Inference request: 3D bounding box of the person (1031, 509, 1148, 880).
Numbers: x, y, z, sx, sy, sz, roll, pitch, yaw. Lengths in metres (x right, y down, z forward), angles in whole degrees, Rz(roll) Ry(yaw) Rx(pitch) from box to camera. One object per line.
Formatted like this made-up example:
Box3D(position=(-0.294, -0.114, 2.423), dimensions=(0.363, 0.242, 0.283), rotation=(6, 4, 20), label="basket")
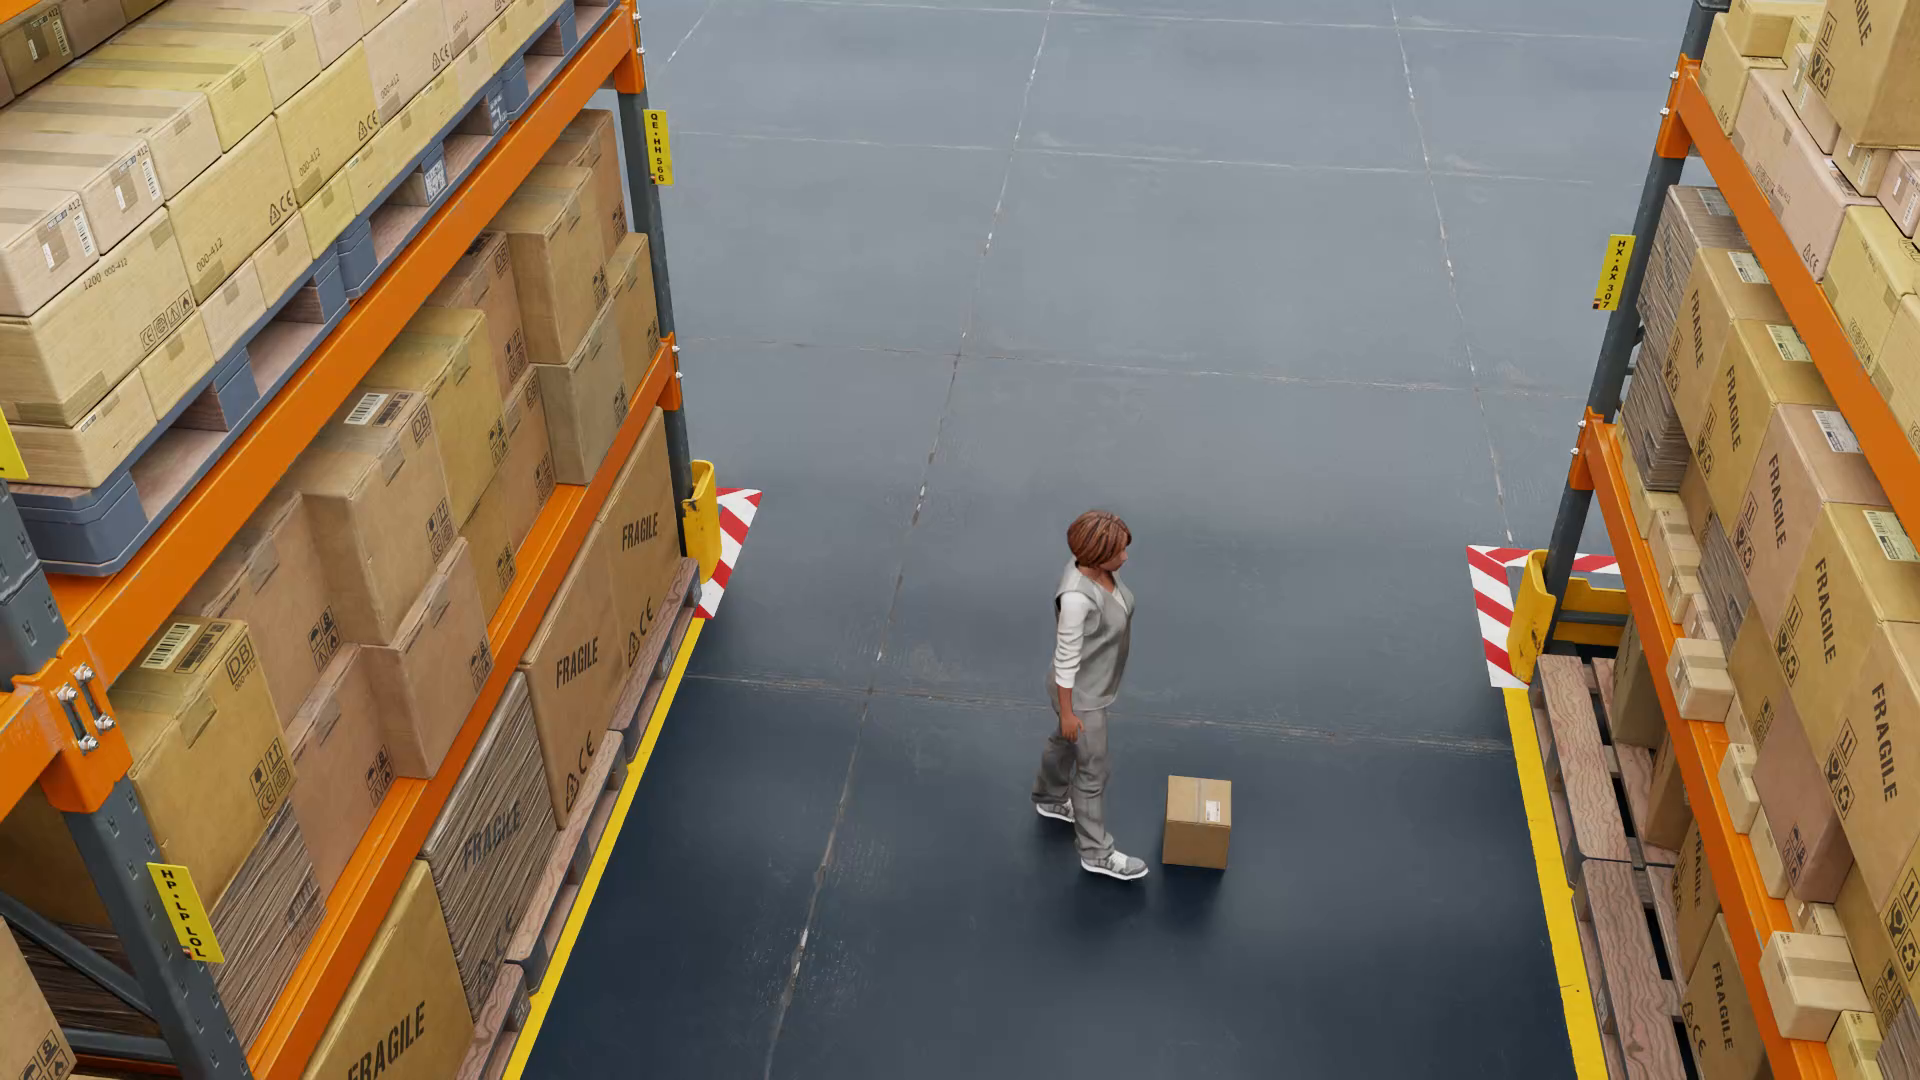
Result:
Box3D(position=(0.528, 0.559, 6.279), dimensions=(0.532, 1.593, 0.439), rotation=(9, 38, 12), label="person")
